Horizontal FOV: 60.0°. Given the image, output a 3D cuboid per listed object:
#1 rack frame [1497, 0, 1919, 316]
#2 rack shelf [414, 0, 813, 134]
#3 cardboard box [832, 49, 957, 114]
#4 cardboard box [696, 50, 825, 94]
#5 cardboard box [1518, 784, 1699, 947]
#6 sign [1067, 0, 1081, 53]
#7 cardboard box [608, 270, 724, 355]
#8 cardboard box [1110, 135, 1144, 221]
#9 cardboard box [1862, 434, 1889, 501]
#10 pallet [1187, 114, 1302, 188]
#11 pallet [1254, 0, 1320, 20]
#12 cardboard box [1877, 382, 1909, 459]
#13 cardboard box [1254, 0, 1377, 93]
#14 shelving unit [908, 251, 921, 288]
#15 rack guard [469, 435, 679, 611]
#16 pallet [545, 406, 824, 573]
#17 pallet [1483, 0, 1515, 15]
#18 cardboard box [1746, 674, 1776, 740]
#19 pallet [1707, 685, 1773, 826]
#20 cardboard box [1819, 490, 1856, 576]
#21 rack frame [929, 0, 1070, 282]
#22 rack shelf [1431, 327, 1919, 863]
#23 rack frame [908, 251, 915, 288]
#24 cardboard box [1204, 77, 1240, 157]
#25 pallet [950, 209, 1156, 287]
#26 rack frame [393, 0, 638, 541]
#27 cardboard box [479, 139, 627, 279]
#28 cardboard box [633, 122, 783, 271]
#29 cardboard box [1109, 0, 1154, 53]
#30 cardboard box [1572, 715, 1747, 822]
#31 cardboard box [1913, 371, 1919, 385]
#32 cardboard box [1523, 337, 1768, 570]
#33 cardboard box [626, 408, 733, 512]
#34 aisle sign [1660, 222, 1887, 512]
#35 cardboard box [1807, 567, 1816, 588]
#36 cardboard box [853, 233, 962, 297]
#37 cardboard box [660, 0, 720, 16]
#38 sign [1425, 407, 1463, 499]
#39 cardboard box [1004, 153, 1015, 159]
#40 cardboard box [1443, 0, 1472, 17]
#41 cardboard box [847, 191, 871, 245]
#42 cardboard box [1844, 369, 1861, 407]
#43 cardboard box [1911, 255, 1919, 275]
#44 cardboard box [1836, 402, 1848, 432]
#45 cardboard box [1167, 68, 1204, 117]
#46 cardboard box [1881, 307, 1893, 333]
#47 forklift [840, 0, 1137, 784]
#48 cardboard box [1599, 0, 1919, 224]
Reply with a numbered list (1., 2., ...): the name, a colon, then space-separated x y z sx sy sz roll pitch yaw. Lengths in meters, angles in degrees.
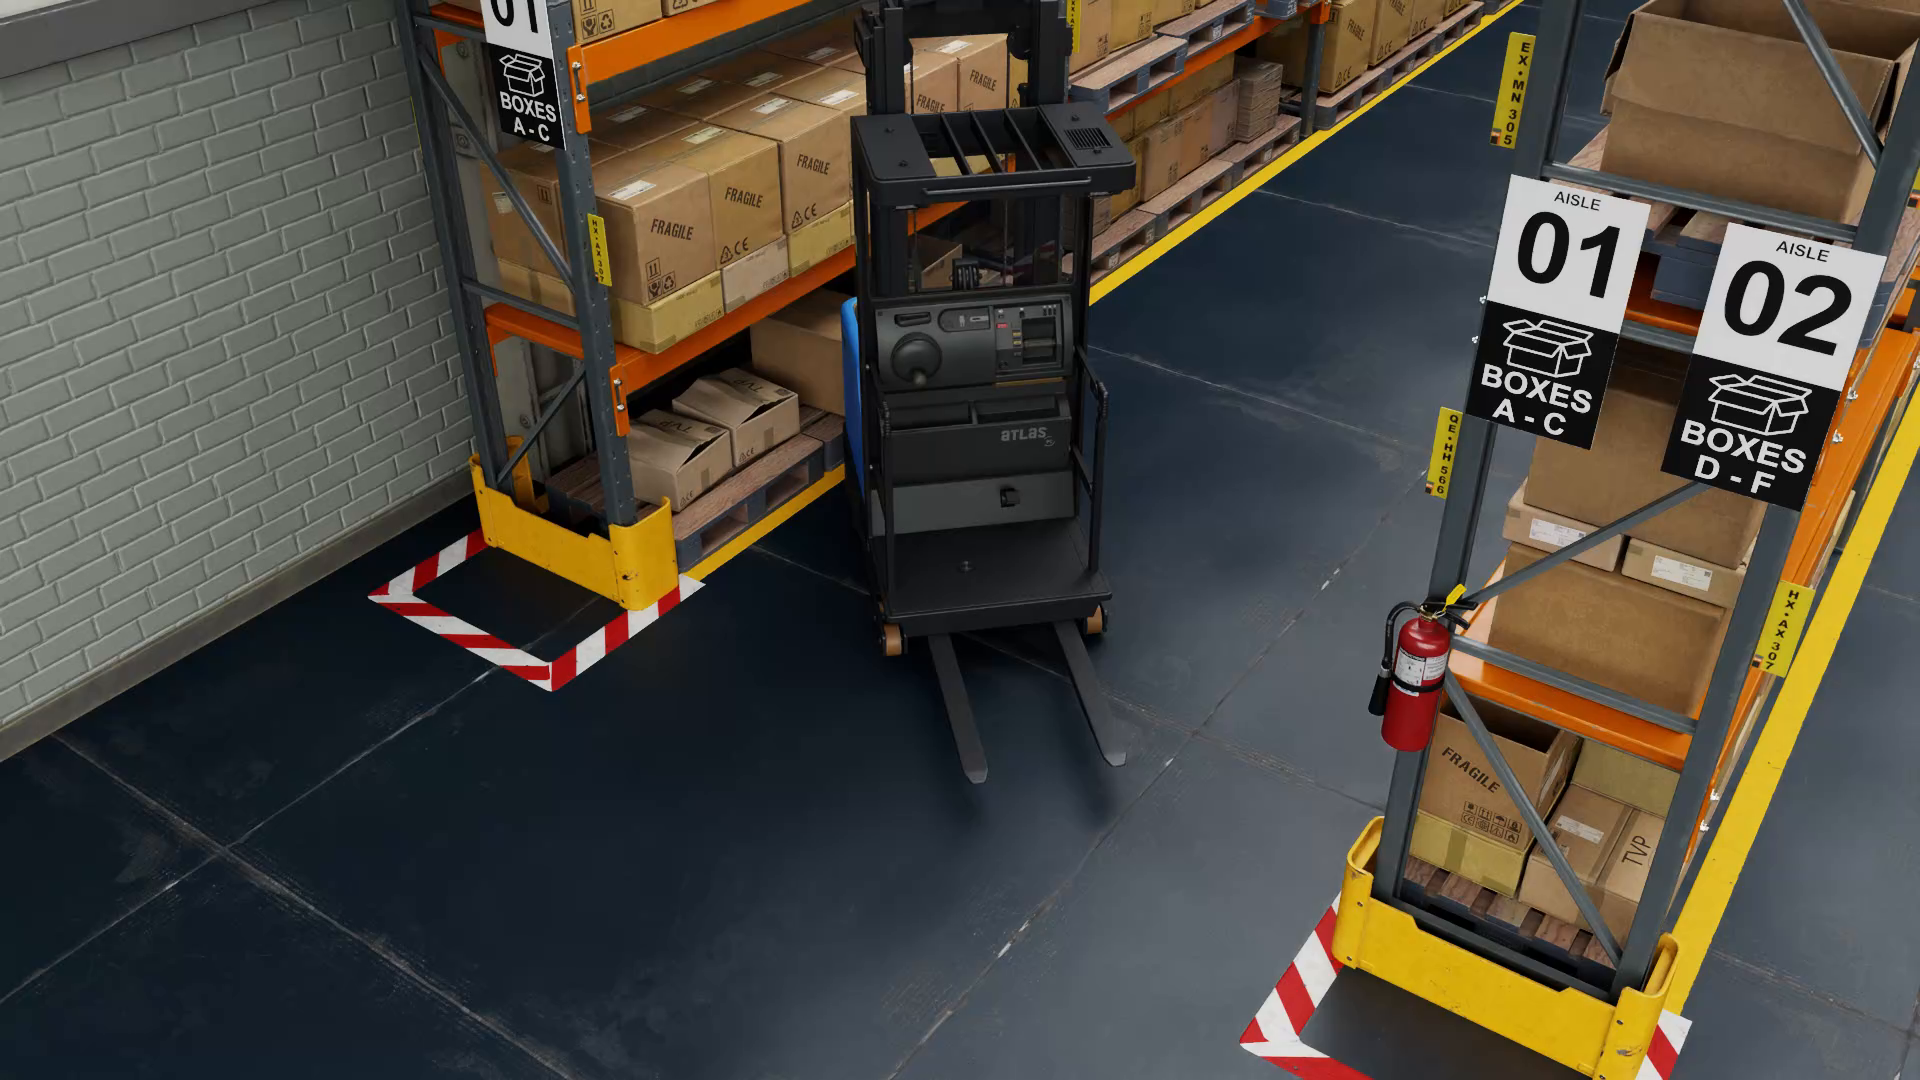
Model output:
1. rack frame: 2.025 -2.005 3.857 1.000 3.000 0.127 21 39 28
2. rack shelf: -0.907 -2.965 8.597 1.077 0.370 4.000 21 39 28
3. cardboard box: -0.358 -2.422 9.276 0.500 0.500 0.500 20 39 27
4. cardboard box: -1.079 -2.341 9.157 0.500 0.500 0.500 22 40 29
5. cardboard box: 2.513 1.270 6.450 0.500 0.250 0.500 21 39 28
6. sign: 0.684 -3.130 10.103 0.100 0.325 0.005 21 39 28
7. cardboard box: -1.508 -1.170 8.093 0.500 0.250 0.500 20 39 27
8. cardboard box: 0.893 -2.686 12.058 0.700 0.500 0.500 20 39 27
9. cardboard box: 4.739 -0.502 9.070 0.500 0.250 0.500 20 39 27
10. pallet: 2.068 -3.268 13.569 1.003 0.211 1.213 21 39 28
11. pallet: 2.196 -4.340 12.838 1.213 0.211 1.003 21 39 28
12. cardboard box: 4.746 -0.738 8.919 0.500 0.311 0.500 21 40 28
13. cardboard box: 3.042 -4.362 14.242 0.750 0.750 0.750 21 39 28
14. shelving unit: -0.345 -1.030 9.378 0.258 1.200 0.189 -6 35 -8
15. rack guard: -2.004 -0.100 8.627 1.175 0.500 0.348 21 39 28
16. pallet: -1.511 -0.343 9.244 1.003 0.211 1.213 21 39 28
17. pallet: 5.293 -5.793 17.303 1.003 0.211 1.213 21 39 28
18. cardboard box: 3.370 0.580 7.470 0.500 0.250 0.500 21 39 28
19. pallet: 3.123 0.711 7.686 1.003 0.211 1.213 21 39 28
20. cardboard box: 4.221 -0.112 8.494 0.500 0.250 0.500 21 39 28
21. rack frame: 0.234 -2.941 10.597 1.000 3.000 0.127 21 39 28
22. rack shelf: 3.165 -0.142 7.100 1.077 0.370 4.000 21 39 28
23. rack frame: -0.361 -1.081 9.452 0.240 1.200 0.006 -6 35 -8
24. cardboard box: 1.758 -3.381 13.086 0.700 0.500 0.500 21 39 28
25. pallet: 0.677 -2.145 11.909 1.003 0.211 1.213 21 39 28
26. rack frame: -2.047 -1.100 7.875 1.000 3.000 0.127 21 39 28
27. cardboard box: -1.953 -1.642 8.122 0.500 0.500 0.500 21 39 28
28. cardboard box: -1.238 -1.705 8.216 0.500 0.500 0.500 21 40 28
29. cardboard box: 0.877 -3.643 11.153 0.700 0.500 0.500 26 42 33
30. cardboard box: 2.797 0.728 6.581 0.500 0.500 0.500 21 39 28
31. cardboard box: 5.615 -1.210 10.117 0.500 0.250 0.500 22 40 29
32. cardboard box: 2.332 -0.334 5.494 0.700 0.500 0.500 21 40 28
33. cardboard box: -1.578 -0.458 8.933 0.500 0.311 0.500 17 37 23
34. aisle sign: 2.239 -0.469 4.620 0.394 0.787 0.004 21 39 28
35. cardboard box: 3.644 0.035 7.607 0.500 0.500 0.500 21 39 28
36. cardboard box: -0.325 -1.597 10.449 0.500 0.500 0.500 18 38 25
37. cardboard box: -1.315 -2.702 7.459 0.500 0.500 0.500 24 41 31
38. sign: 1.587 -0.277 5.413 0.100 0.325 0.005 21 39 28
39. cardboard box: 0.213 -2.572 10.168 0.500 0.250 0.500 21 40 28
40. cardboard box: 4.531 -5.566 16.022 0.750 0.750 0.750 22 40 29
41. cardboard box: -0.638 -1.878 9.140 0.500 0.250 0.500 22 40 29
42. cardboard box: 3.303 -0.649 6.539 0.380 0.149 0.250 22 40 29
43. cardboard box: 4.184 -1.364 7.597 0.380 0.149 0.250 20 39 27
44. cardboard box: 3.473 -0.721 7.225 0.700 0.500 0.500 22 40 29
45. cardboard box: 1.481 -3.411 12.461 0.500 0.250 0.500 21 39 28
46. cardboard box: 3.745 -1.009 7.072 0.380 0.149 0.250 21 39 28
47. forklift: 0.110 -0.870 7.596 1.130 2.935 3.031 -6 34 -8
48. cardboard box: 2.356 -1.300 4.901 0.797 0.503 0.637 24 41 31
